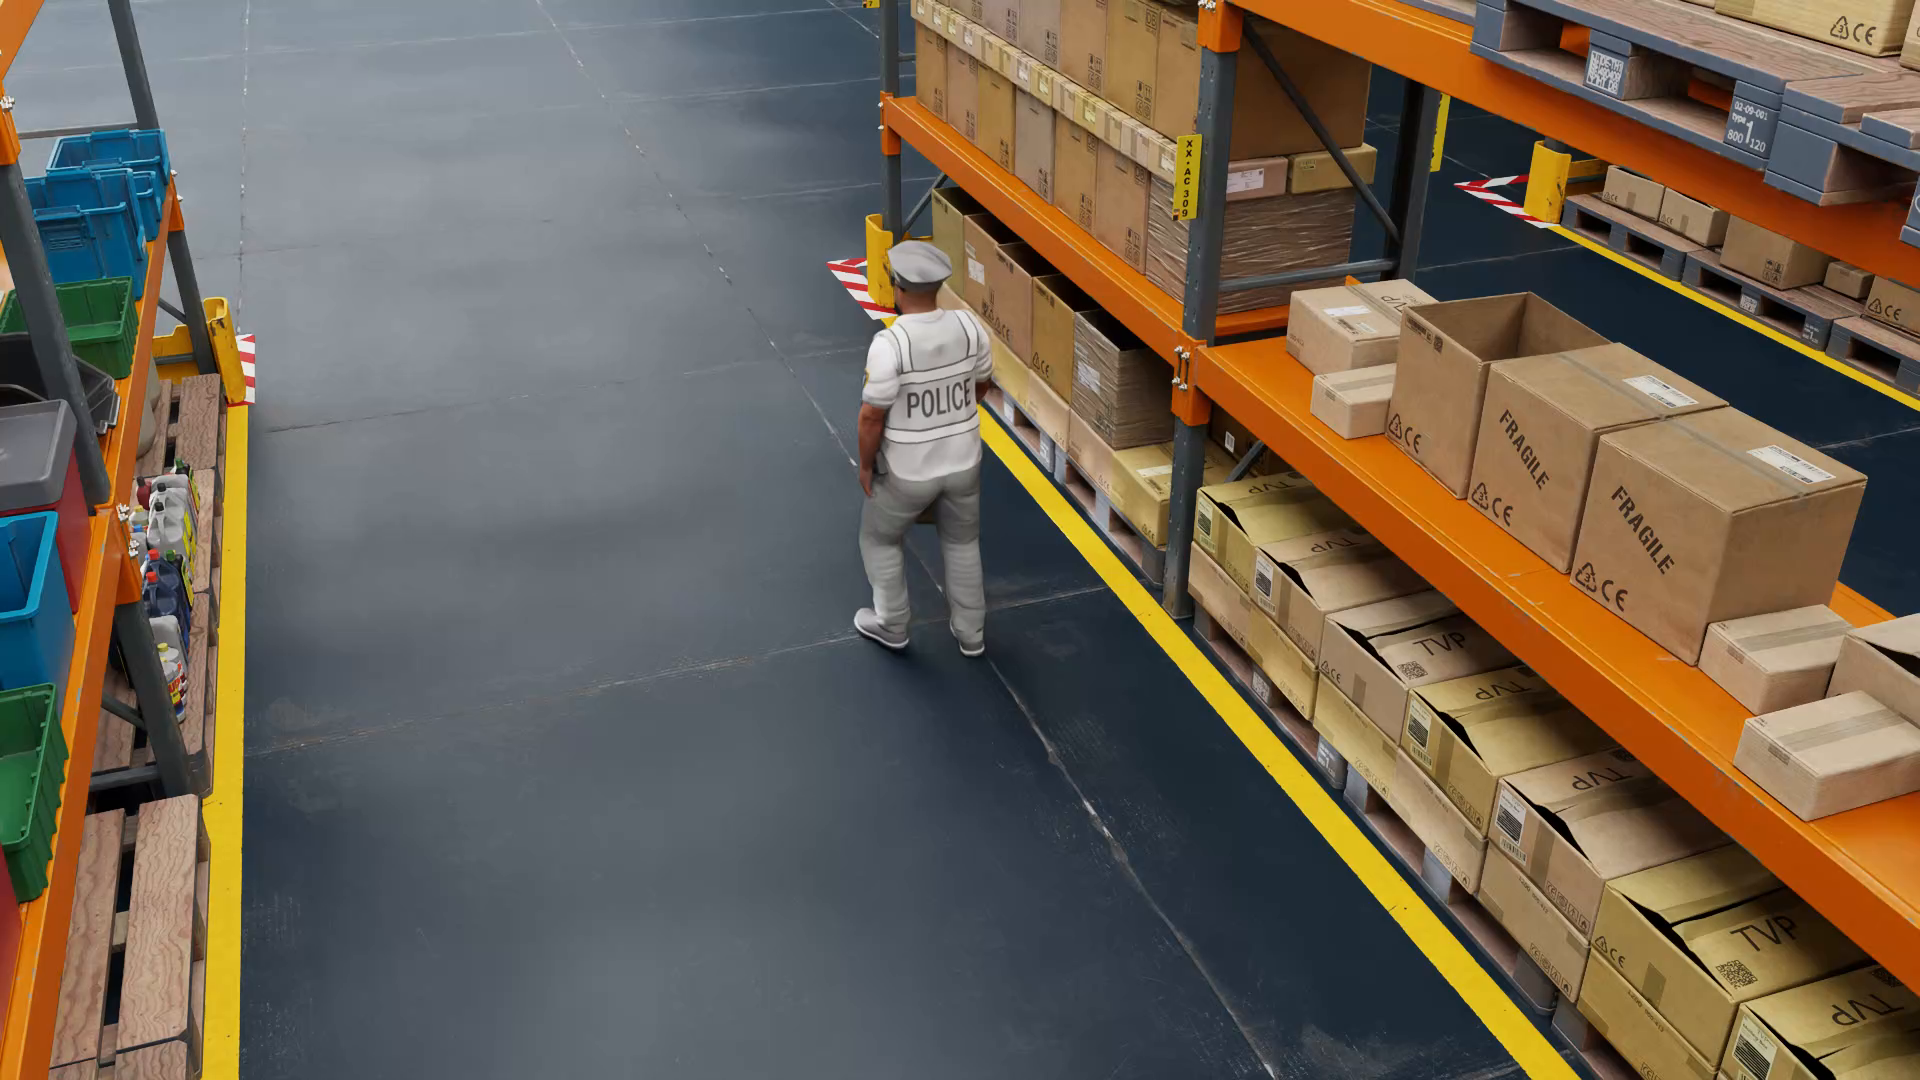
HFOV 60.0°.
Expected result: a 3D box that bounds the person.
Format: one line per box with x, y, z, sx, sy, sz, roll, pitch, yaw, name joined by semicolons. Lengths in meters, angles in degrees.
-0.160;-0.343;6.717;0.609;1.758;0.521;-15;33;-24;person
